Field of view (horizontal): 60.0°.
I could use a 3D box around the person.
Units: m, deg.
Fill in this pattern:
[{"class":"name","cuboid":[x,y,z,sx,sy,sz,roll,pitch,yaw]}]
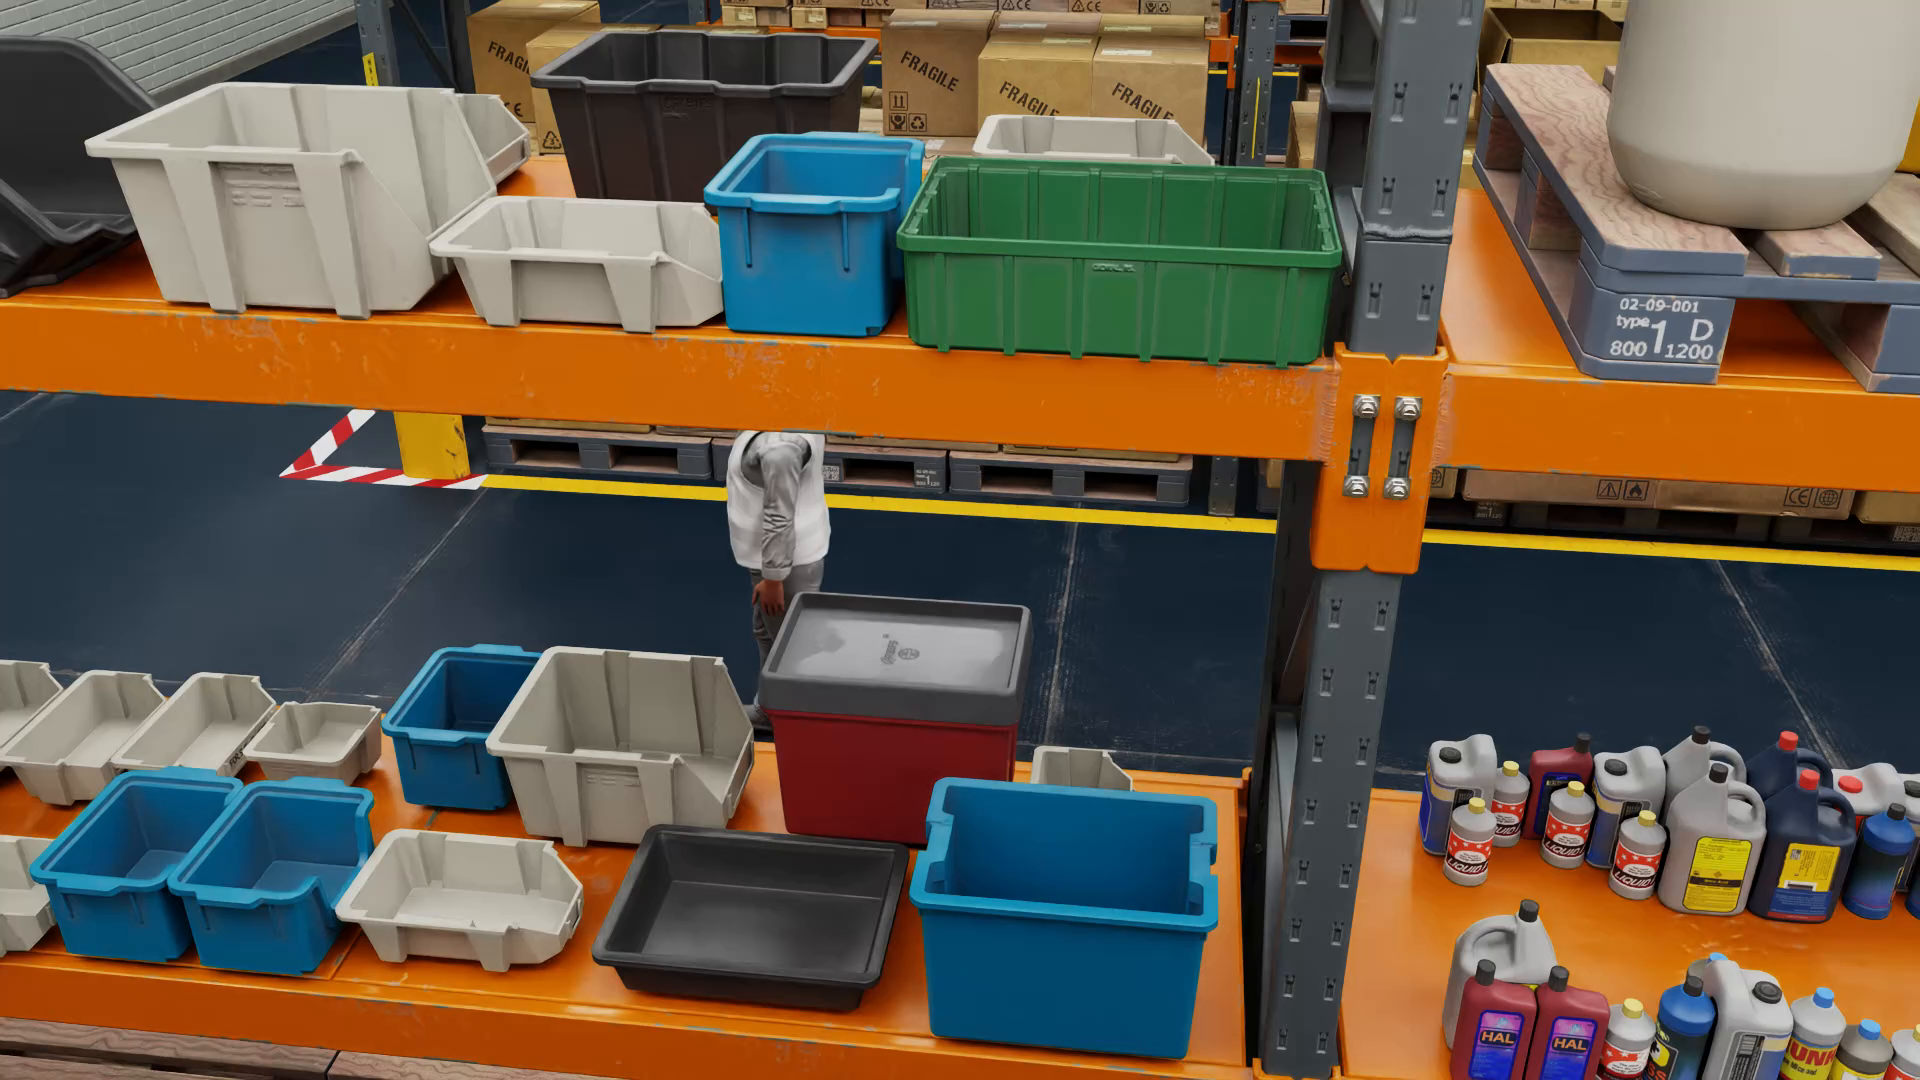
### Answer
[{"class":"person","cuboid":[-0.684,0.028,6.026,0.560,1.781,0.562,1,28,1]}]
